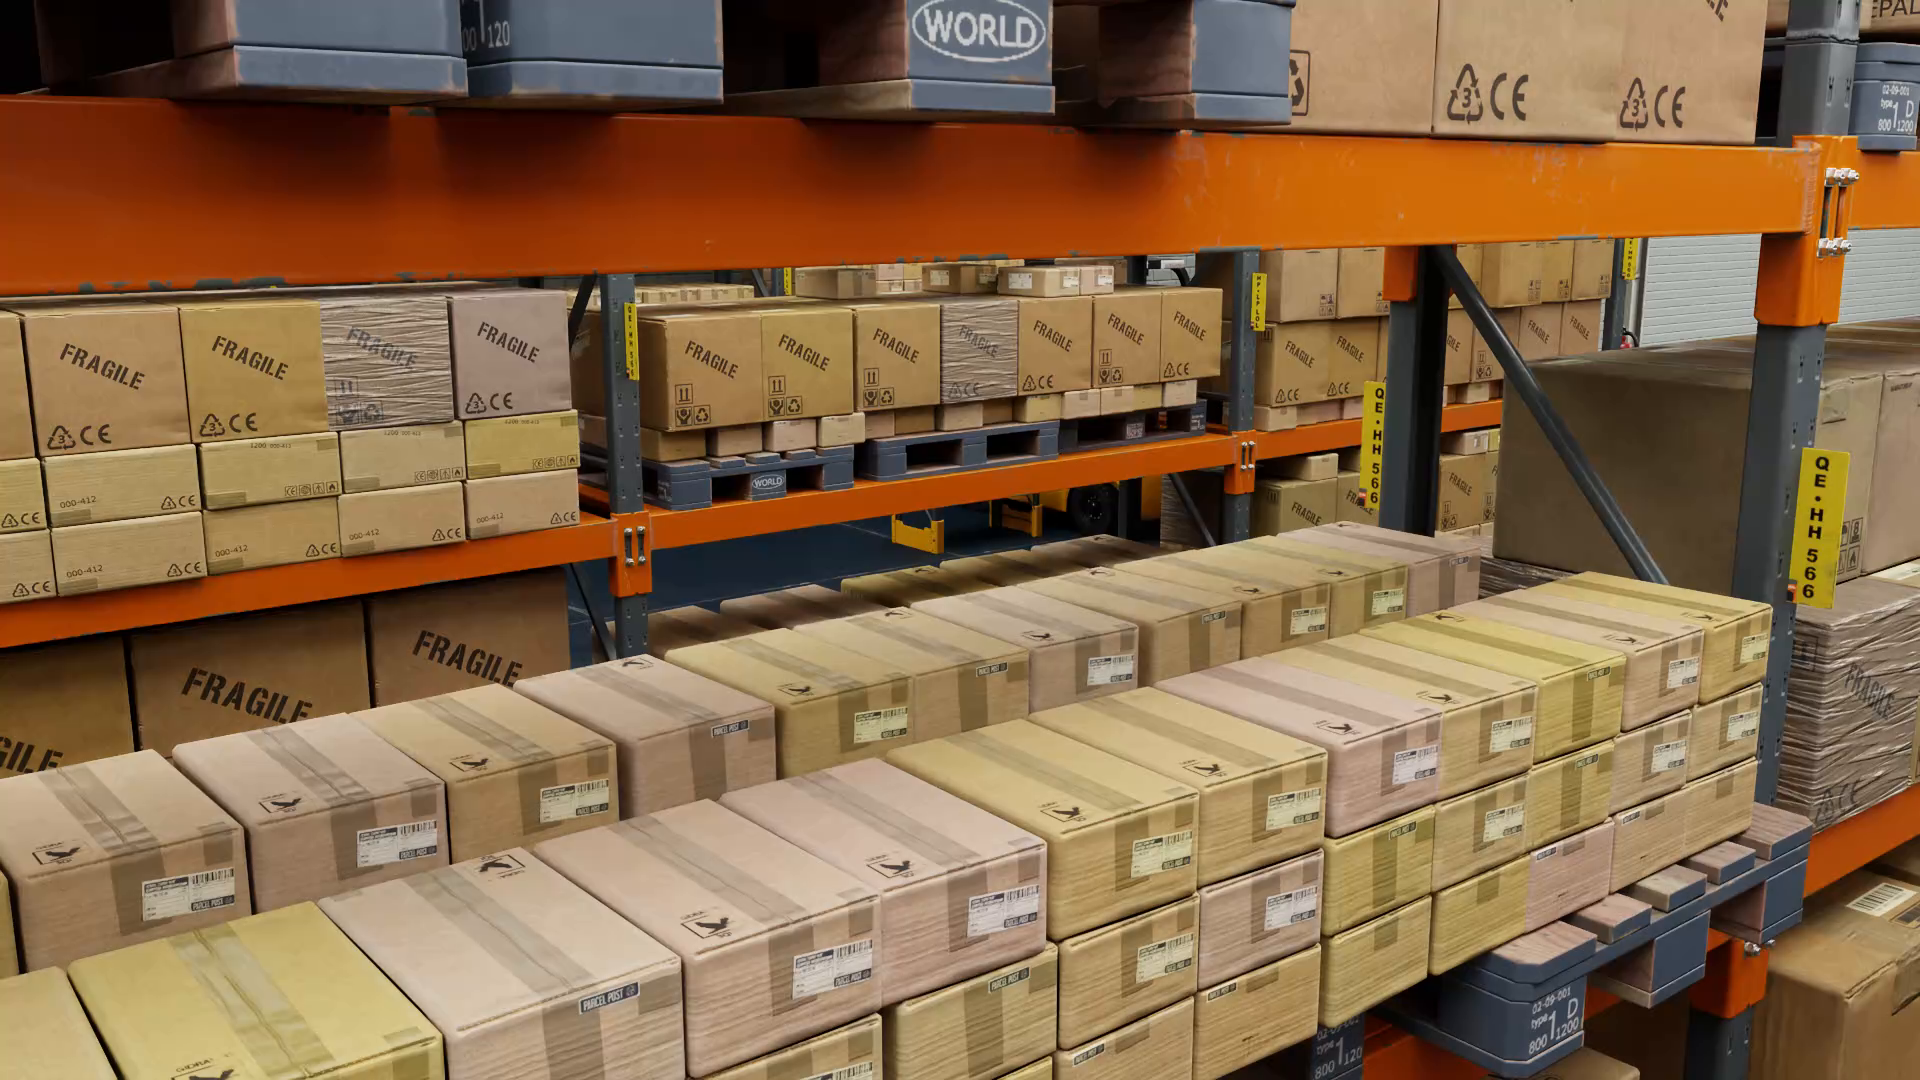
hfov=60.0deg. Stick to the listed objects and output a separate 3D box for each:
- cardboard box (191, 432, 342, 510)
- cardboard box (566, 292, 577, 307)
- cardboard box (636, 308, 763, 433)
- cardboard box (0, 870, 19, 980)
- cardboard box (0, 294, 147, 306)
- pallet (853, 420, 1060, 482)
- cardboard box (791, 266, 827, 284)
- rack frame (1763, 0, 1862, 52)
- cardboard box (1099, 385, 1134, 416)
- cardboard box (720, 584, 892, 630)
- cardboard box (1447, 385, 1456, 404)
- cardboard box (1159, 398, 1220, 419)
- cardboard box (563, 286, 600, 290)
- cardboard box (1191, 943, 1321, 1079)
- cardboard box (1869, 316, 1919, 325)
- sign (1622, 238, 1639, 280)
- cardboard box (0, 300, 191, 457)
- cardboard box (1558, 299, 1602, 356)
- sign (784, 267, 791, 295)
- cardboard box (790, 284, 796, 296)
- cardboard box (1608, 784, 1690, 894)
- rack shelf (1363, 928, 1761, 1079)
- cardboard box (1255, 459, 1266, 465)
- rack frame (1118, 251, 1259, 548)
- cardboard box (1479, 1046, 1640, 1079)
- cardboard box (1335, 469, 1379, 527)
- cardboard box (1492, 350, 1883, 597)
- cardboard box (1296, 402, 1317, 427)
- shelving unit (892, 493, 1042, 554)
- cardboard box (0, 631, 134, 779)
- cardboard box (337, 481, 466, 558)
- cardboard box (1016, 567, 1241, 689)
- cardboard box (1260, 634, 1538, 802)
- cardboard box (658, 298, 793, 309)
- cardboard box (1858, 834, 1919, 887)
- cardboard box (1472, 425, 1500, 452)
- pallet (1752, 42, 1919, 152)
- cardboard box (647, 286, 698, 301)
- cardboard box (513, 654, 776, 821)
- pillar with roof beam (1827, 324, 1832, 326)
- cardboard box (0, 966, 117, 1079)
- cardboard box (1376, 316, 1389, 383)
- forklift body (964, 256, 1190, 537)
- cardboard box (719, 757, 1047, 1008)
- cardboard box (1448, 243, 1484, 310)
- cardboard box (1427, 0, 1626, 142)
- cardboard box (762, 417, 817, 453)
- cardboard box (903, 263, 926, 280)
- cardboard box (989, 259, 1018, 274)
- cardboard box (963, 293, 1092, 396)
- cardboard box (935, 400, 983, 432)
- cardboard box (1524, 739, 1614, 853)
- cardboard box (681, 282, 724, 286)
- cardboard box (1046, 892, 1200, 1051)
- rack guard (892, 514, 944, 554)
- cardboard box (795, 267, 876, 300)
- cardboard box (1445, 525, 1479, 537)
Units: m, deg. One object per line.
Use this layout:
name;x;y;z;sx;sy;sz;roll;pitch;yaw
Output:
cardboard box;-2.760;-0.303;6.492;0.500;0.250;0.500;-10;16;-39
cardboard box;-3.002;-1.765;12.415;0.250;0.149;0.380;-10;16;-39
cardboard box;-1.260;-0.793;7.676;0.500;0.500;0.500;-10;16;-39
cardboard box;-1.307;0.444;1.979;0.250;0.149;0.380;-10;16;-39
cardboard box;-3.485;-0.691;6.513;0.500;0.500;0.500;-9;15;-37
pallet;-0.235;-0.542;8.924;1.213;0.211;1.003;-9;15;-38
cardboard box;-1.302;-2.201;13.756;0.250;0.149;0.380;-9;15;-37
rack frame;1.416;-2.518;3.320;0.127;3.000;1.000;-9;15;-38
cardboard box;0.743;-0.792;9.232;0.250;0.149;0.380;-10;15;-39
cardboard box;-0.737;0.538;8.687;0.625;0.372;0.950;-10;15;-39
cardboard box;3.127;-1.010;11.266;0.250;0.149;0.380;-9;15;-38
cardboard box;1.428;-0.860;10.562;0.250;0.149;0.380;-10;15;-38
cardboard box;-2.979;-1.929;13.187;0.250;0.149;0.380;-9;15;-38
cardboard box;0.313;0.639;2.494;0.250;0.149;0.380;-9;15;-36
cardboard box;3.360;-0.442;5.341;0.500;0.500;0.700;-9;15;-37
sign;4.822;-2.039;11.962;0.005;0.325;0.100;-9;15;-38
cardboard box;-3.183;-0.606;6.111;0.500;0.500;0.500;-10;15;-39
cardboard box;4.240;-1.490;11.968;0.500;0.500;0.500;-10;15;-39
sign;-1.389;-2.137;13.376;0.005;0.325;0.100;-9;15;-38
cardboard box;-1.323;-2.061;13.812;0.250;0.149;0.380;-10;15;-39
cardboard box;1.123;0.505;3.123;0.250;0.149;0.380;-9;15;-38
rack shelf;-0.146;1.028;2.796;4.000;0.370;1.077;-9;15;-38
cardboard box;2.058;-0.306;11.150;0.500;0.500;0.500;-9;15;-37
rack frame;1.368;-0.892;10.107;0.127;3.000;1.000;-9;15;-38
cardboard box;1.045;1.199;3.464;0.500;0.250;0.500;-10;15;-39
cardboard box;2.408;-0.223;10.762;0.500;0.500;0.500;-9;15;-35
cardboard box;1.772;-0.178;4.096;0.500;0.500;0.700;-10;15;-38
cardboard box;1.979;-0.799;10.275;0.250;0.149;0.380;-9;15;-36
shelving unit;0.060;-0.744;13.020;1.083;1.500;0.587;-9;15;-38
cardboard box;-3.744;0.768;6.393;0.875;0.875;0.875;-9;15;-36
cardboard box;-2.377;-0.123;6.847;0.500;0.250;0.500;-9;15;-37
cardboard box;0.324;0.173;3.256;0.250;0.149;0.380;-10;16;-40
cardboard box;0.711;0.283;2.737;0.250;0.149;0.380;-9;15;-36
cardboard box;-1.177;-0.946;8.392;0.500;0.500;0.500;-10;15;-39
cardboard box;2.628;1.134;4.974;0.750;0.750;1.050;-9;15;-37
cardboard box;3.586;-0.719;11.533;0.250;0.149;0.380;-9;15;-37
pallet;1.885;-1.050;4.086;1.003;0.211;1.213;-9;15;-35
cardboard box;-2.278;-1.923;13.159;0.250;0.149;0.380;-9;15;-38
cardboard box;-0.498;0.310;2.610;0.250;0.149;0.380;-10;16;-40
pillar with roof beam;17.026;-6.843;23.692;0.400;9.000;9.100;-9;15;-38
cardboard box;-0.899;0.549;1.484;0.250;0.149;0.380;-9;15;-36
cardboard box;2.663;-1.230;10.743;0.500;0.500;0.500;-10;15;-38
forklift body;1.047;-1.258;13.876;1.214;2.155;2.313;-9;15;-38
cardboard box;-0.104;0.418;2.100;0.250;0.149;0.380;-9;15;-36
cardboard box;3.019;-1.803;11.035;0.500;0.500;0.700;-10;15;-38
cardboard box;0.746;-0.917;2.763;0.500;0.500;0.500;-9;15;-38
cardboard box;-0.901;-0.527;7.981;0.250;0.149;0.380;-11;16;-41
cardboard box;-0.509;-2.339;14.405;0.250;0.149;0.380;-10;15;-39
cardboard box;0.306;-2.465;14.996;0.250;0.149;0.380;-9;15;-37
cardboard box;0.357;-1.064;8.950;0.500;0.500;0.500;-9;15;-36
cardboard box;-0.093;-0.669;8.652;0.250;0.149;0.380;-9;15;-36
cardboard box;0.903;0.396;2.918;0.250;0.149;0.380;-9;15;-36
cardboard box;-2.144;-2.052;13.768;0.250;0.149;0.380;-10;15;-39
cardboard box;0.107;0.528;2.298;0.250;0.149;0.380;-10;15;-39
rack guard;-0.329;-0.068;12.845;0.087;0.250;0.587;-9;15;-38
cardboard box;-0.654;-1.348;8.726;0.250;0.149;0.380;-10;16;-40
cardboard box;3.214;0.012;11.459;0.500;0.250;0.500;-10;16;-40
